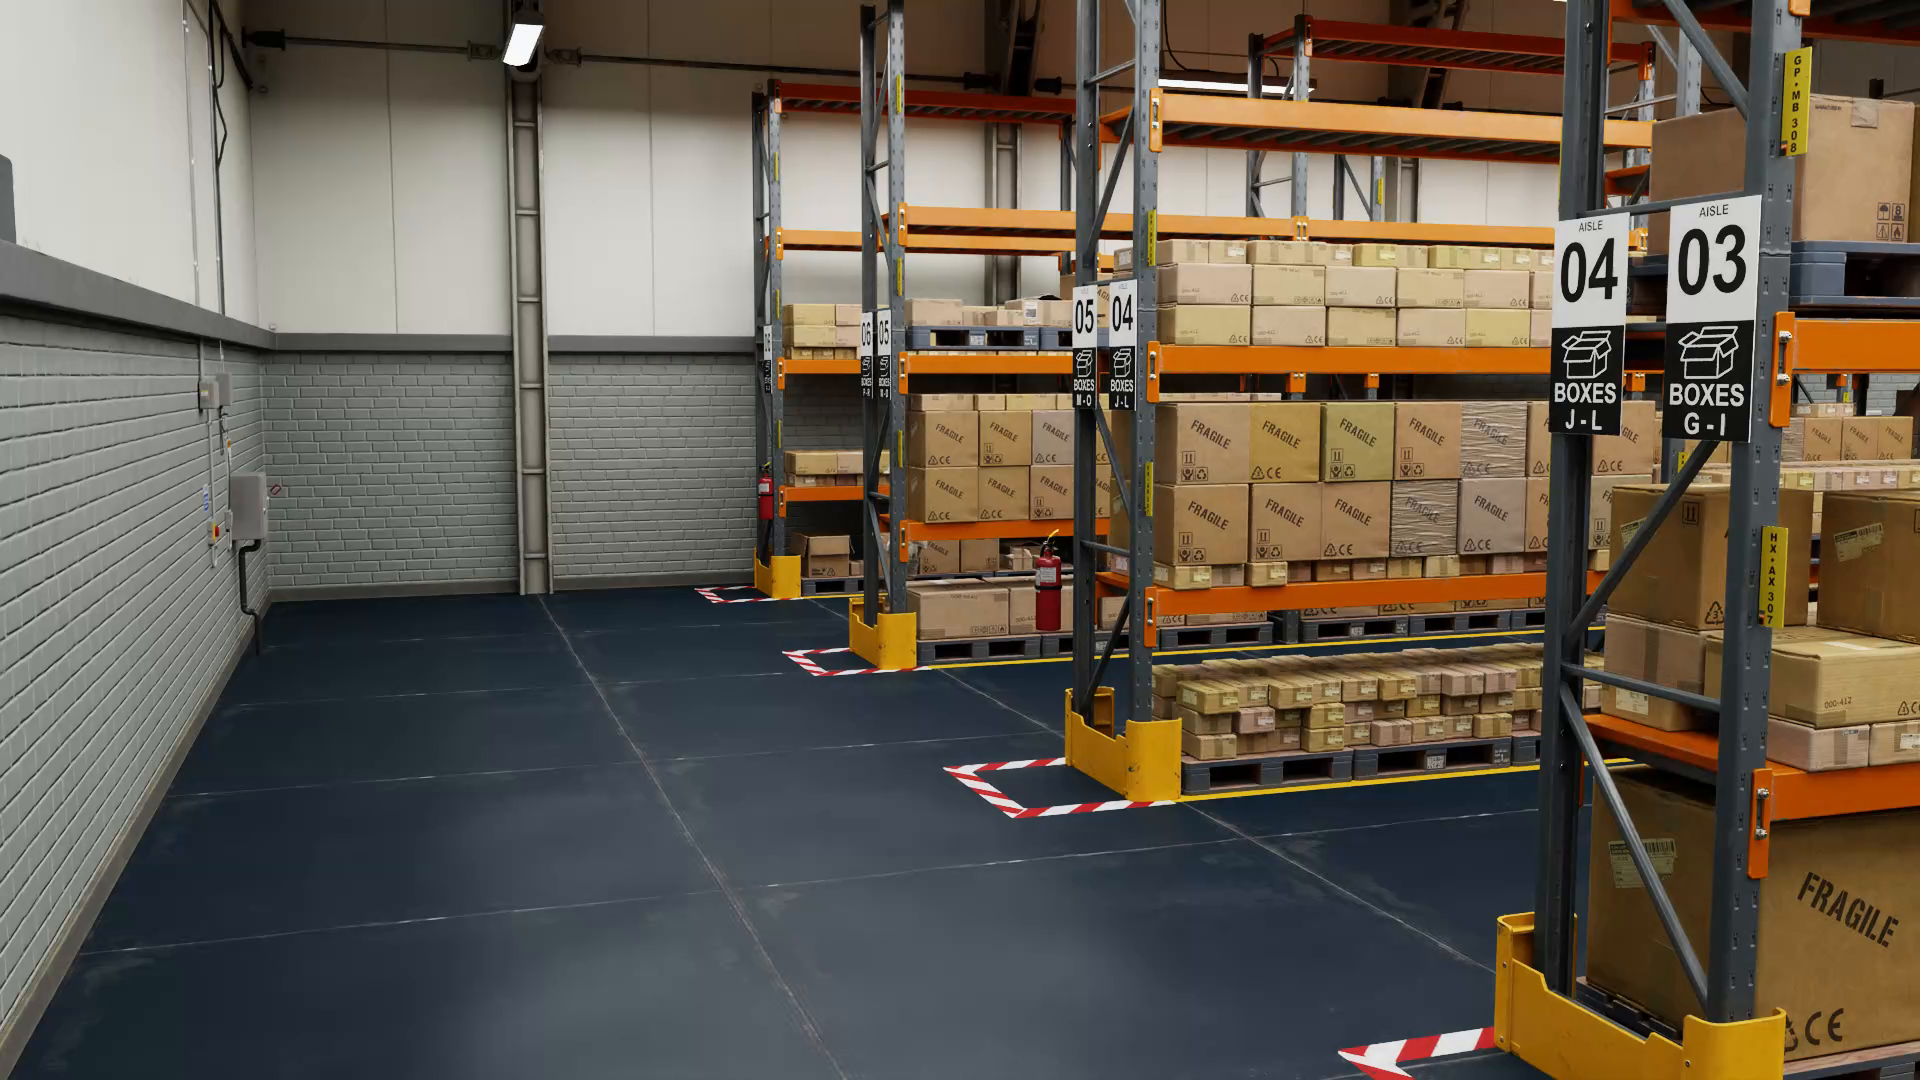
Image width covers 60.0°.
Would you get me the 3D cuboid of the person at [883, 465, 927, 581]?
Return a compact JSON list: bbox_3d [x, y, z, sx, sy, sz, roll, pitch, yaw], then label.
[{"bbox_3d":[-0.577,0.058,17.008,0.450,1.772,0.619,-3,6,-24],"label":"person"}]
